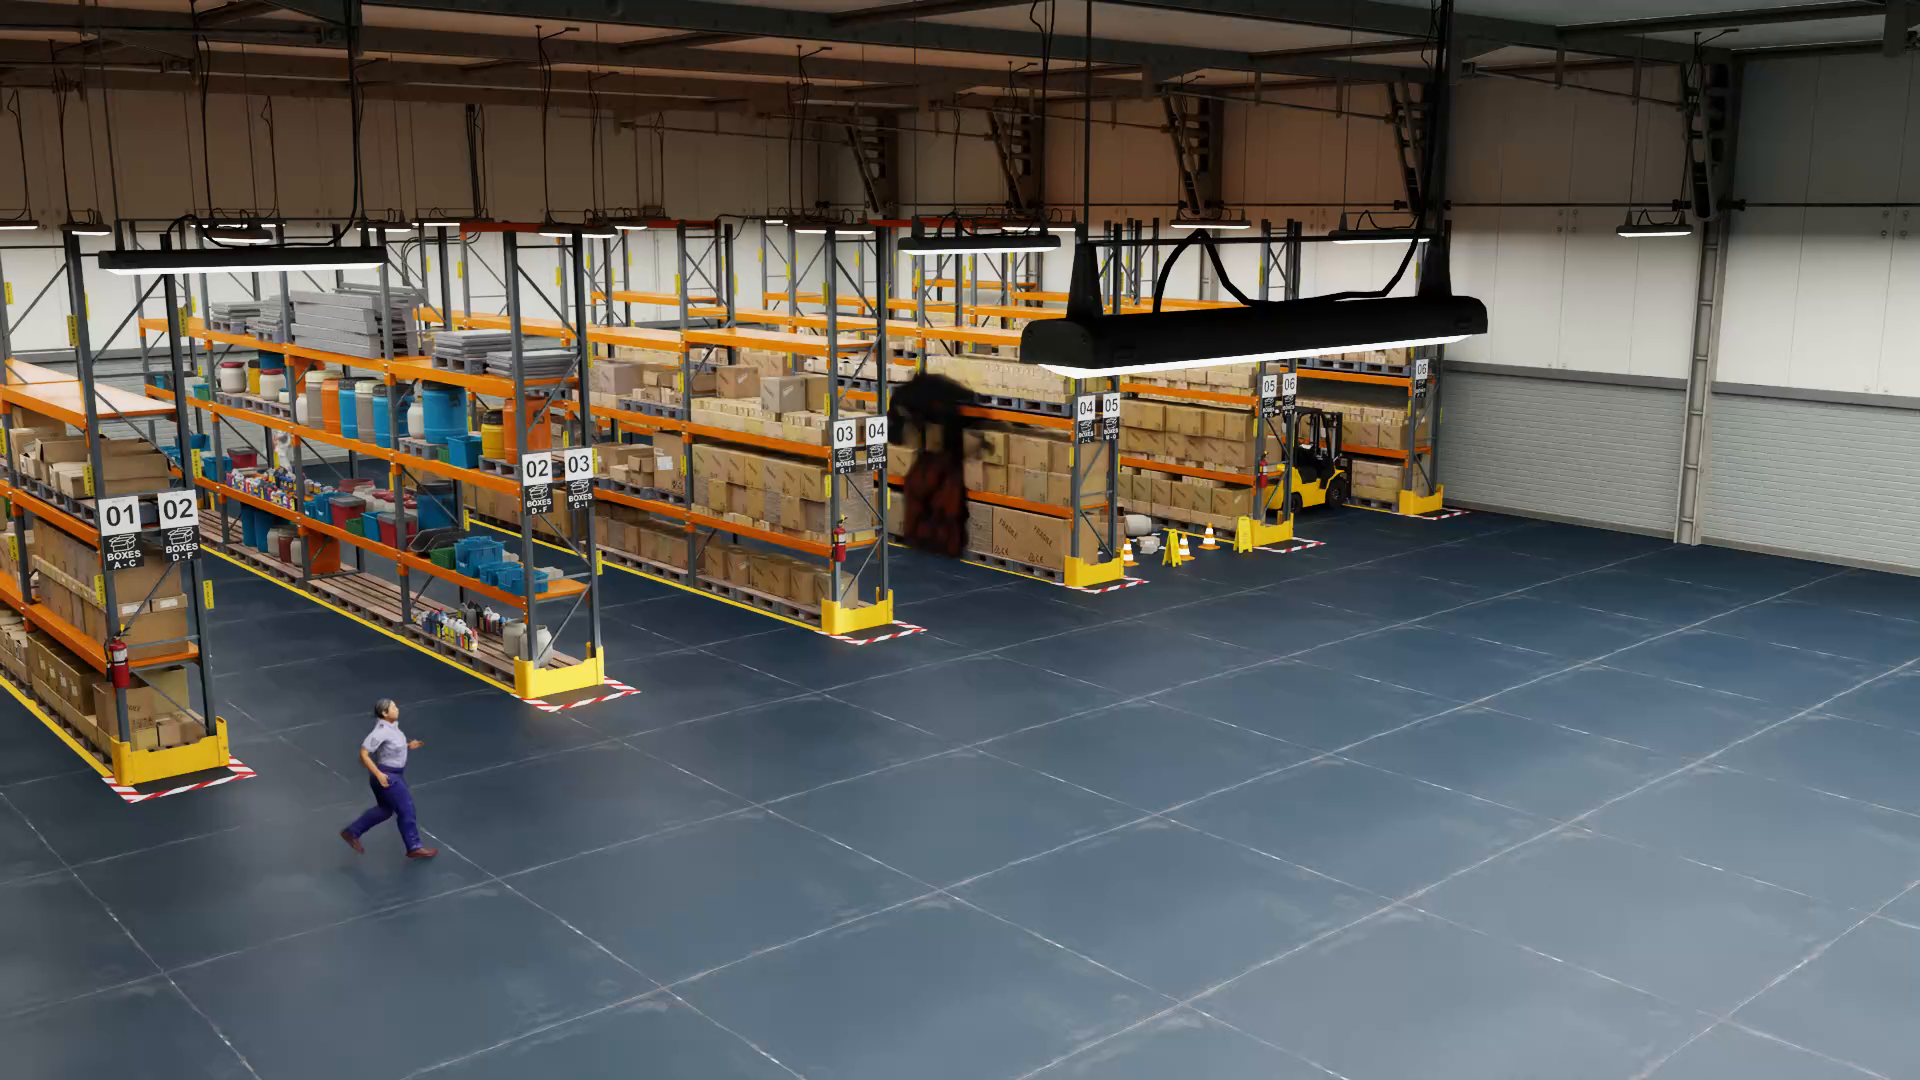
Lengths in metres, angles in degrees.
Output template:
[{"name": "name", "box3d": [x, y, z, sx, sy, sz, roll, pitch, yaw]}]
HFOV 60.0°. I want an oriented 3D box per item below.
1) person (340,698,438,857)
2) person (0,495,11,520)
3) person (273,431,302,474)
[{"name": "person", "box3d": [-5.583, 2.320, 16.156, 0.890, 1.632, 0.607, -3, 12, -16]}, {"name": "person", "box3d": [-18.357, -0.848, 31.679, 0.612, 1.725, 0.673, 3, 12, 17]}, {"name": "person", "box3d": [-14.891, -1.803, 36.739, 0.693, 1.692, 0.766, -5, 12, -23]}]
